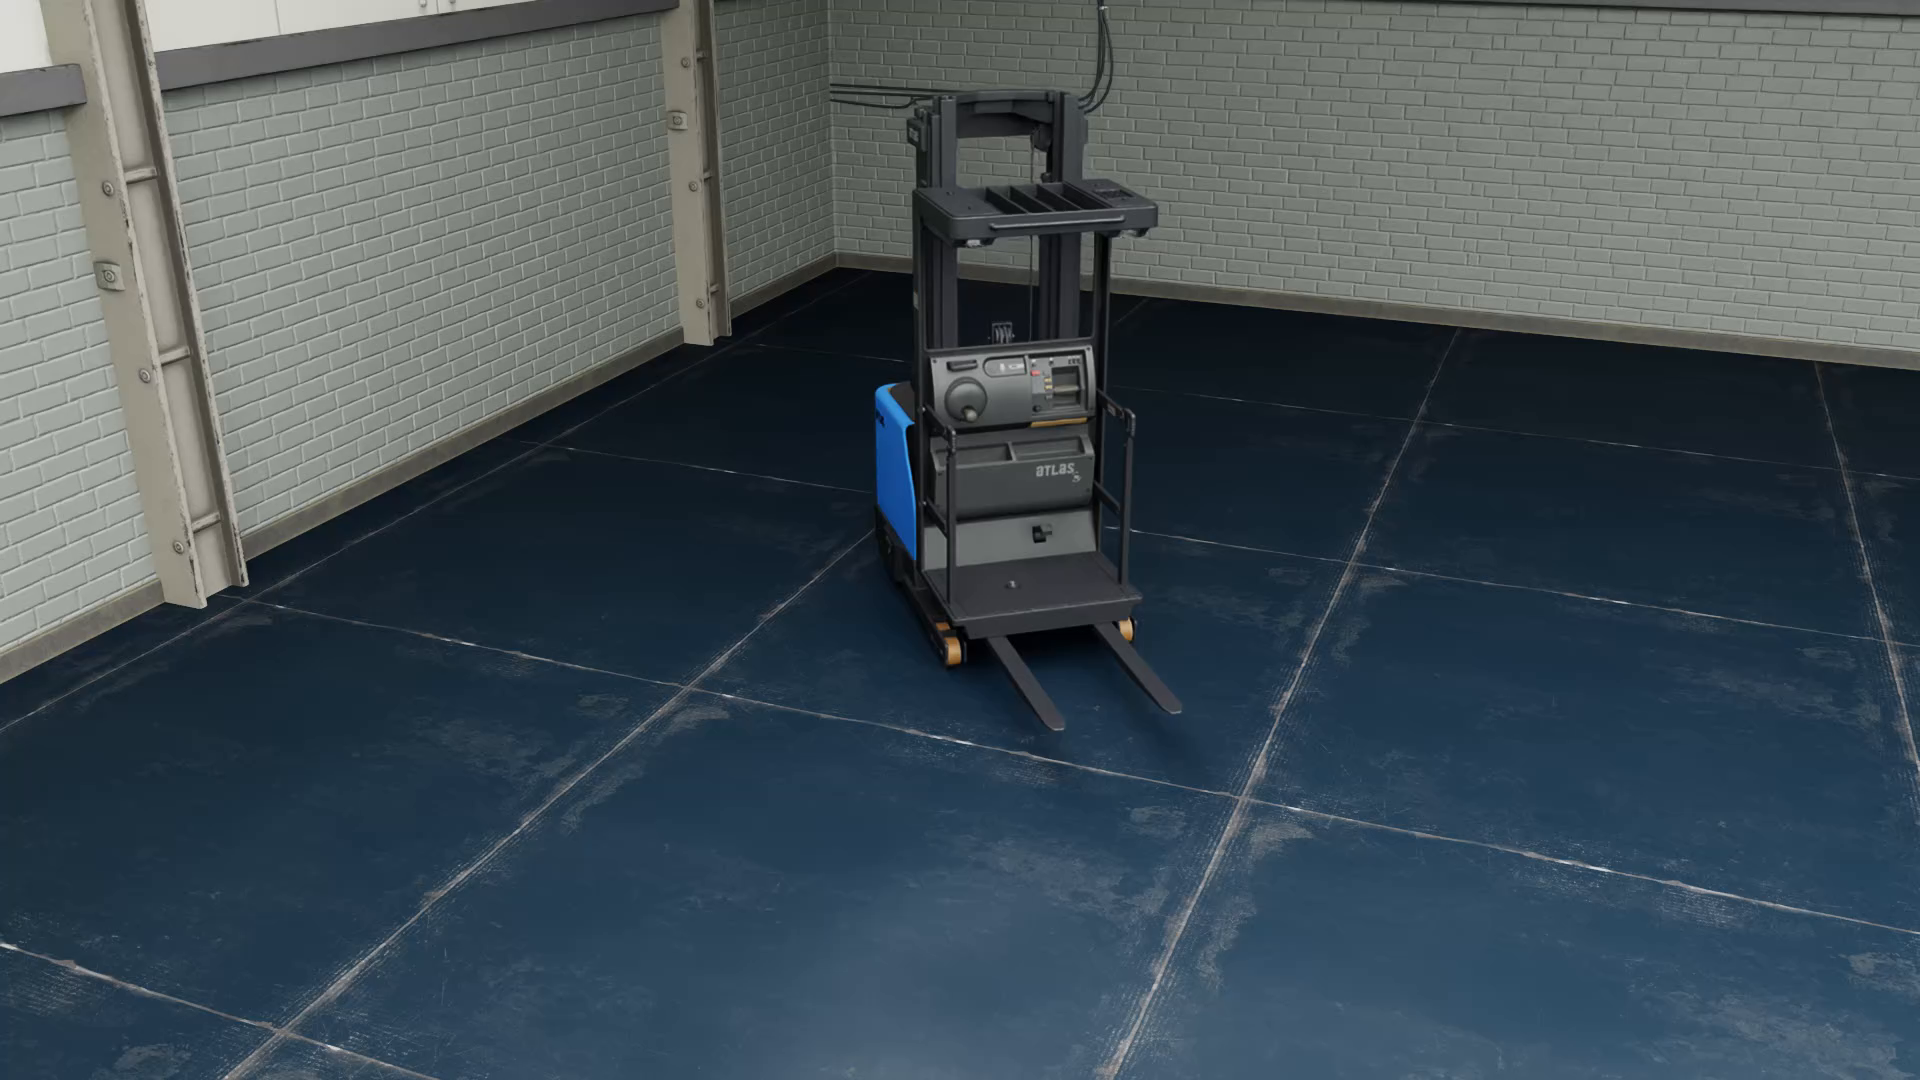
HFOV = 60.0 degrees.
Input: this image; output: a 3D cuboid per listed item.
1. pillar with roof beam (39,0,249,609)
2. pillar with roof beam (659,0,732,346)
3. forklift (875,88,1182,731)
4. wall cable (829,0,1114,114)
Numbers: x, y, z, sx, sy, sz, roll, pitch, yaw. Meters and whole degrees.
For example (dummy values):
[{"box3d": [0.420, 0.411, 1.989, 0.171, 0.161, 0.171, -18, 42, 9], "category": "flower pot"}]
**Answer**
[{"box3d": [-0.538, -3.223, 6.791, 9.100, 9.000, 0.400, 9, 24, 20], "category": "pillar with roof beam"}, {"box3d": [1.691, -5.370, 11.932, 9.100, 9.000, 0.400, 9, 24, 20], "category": "pillar with roof beam"}, {"box3d": [0.355, -0.828, 8.930, 1.130, 2.935, 3.031, -6, 23, -15], "category": "forklift"}, {"box3d": [0.016, -5.419, 16.076, 3.097, 2.526, 0.112, 9, 24, 20], "category": "wall cable"}]
